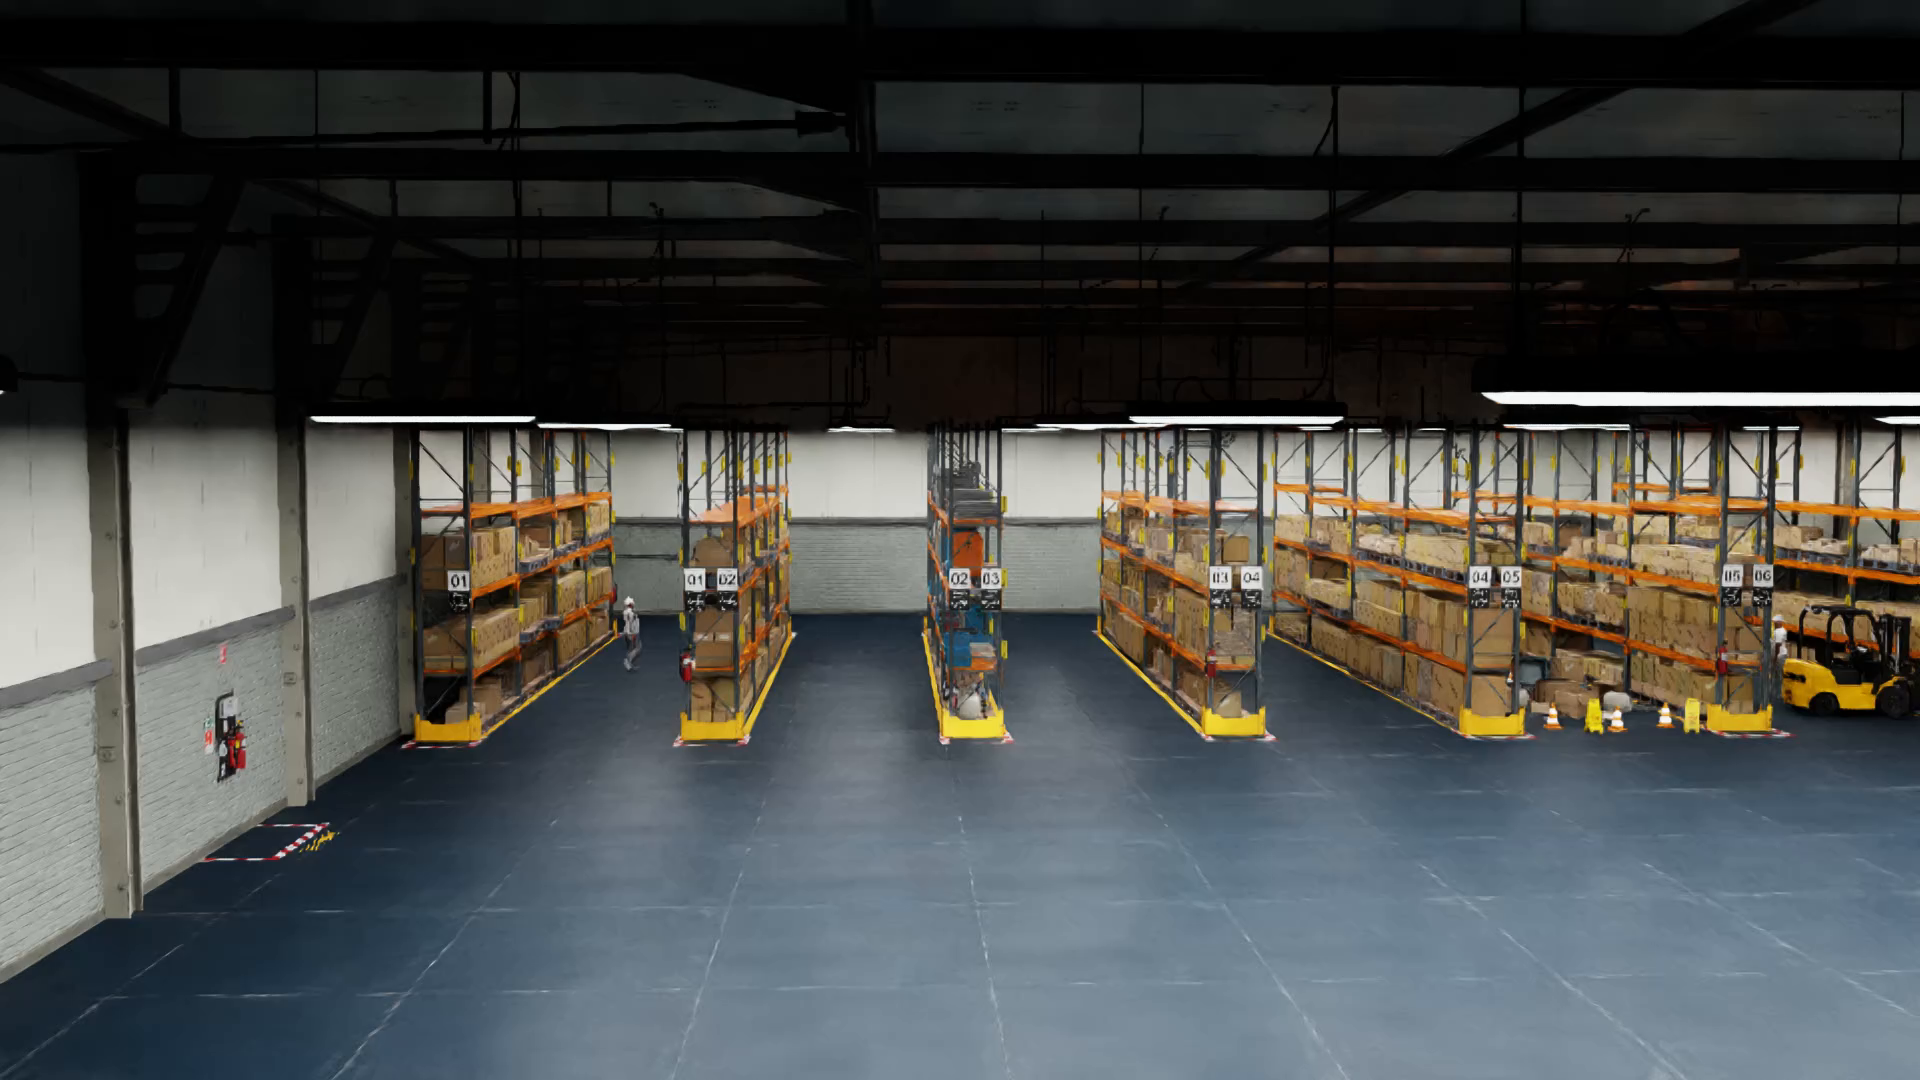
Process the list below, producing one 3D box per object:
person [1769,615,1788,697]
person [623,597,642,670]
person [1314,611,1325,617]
[{"bbox_3d":[17.783,2.507,36.233,0.574,1.764,0.669,2,4,26],"label":"person"},{"bbox_3d":[-7.960,2.263,40.206,0.447,1.770,0.569,-2,4,-27],"label":"person"},{"bbox_3d":[11.055,1.611,51.312,0.524,1.671,0.529,3,4,36],"label":"person"}]
